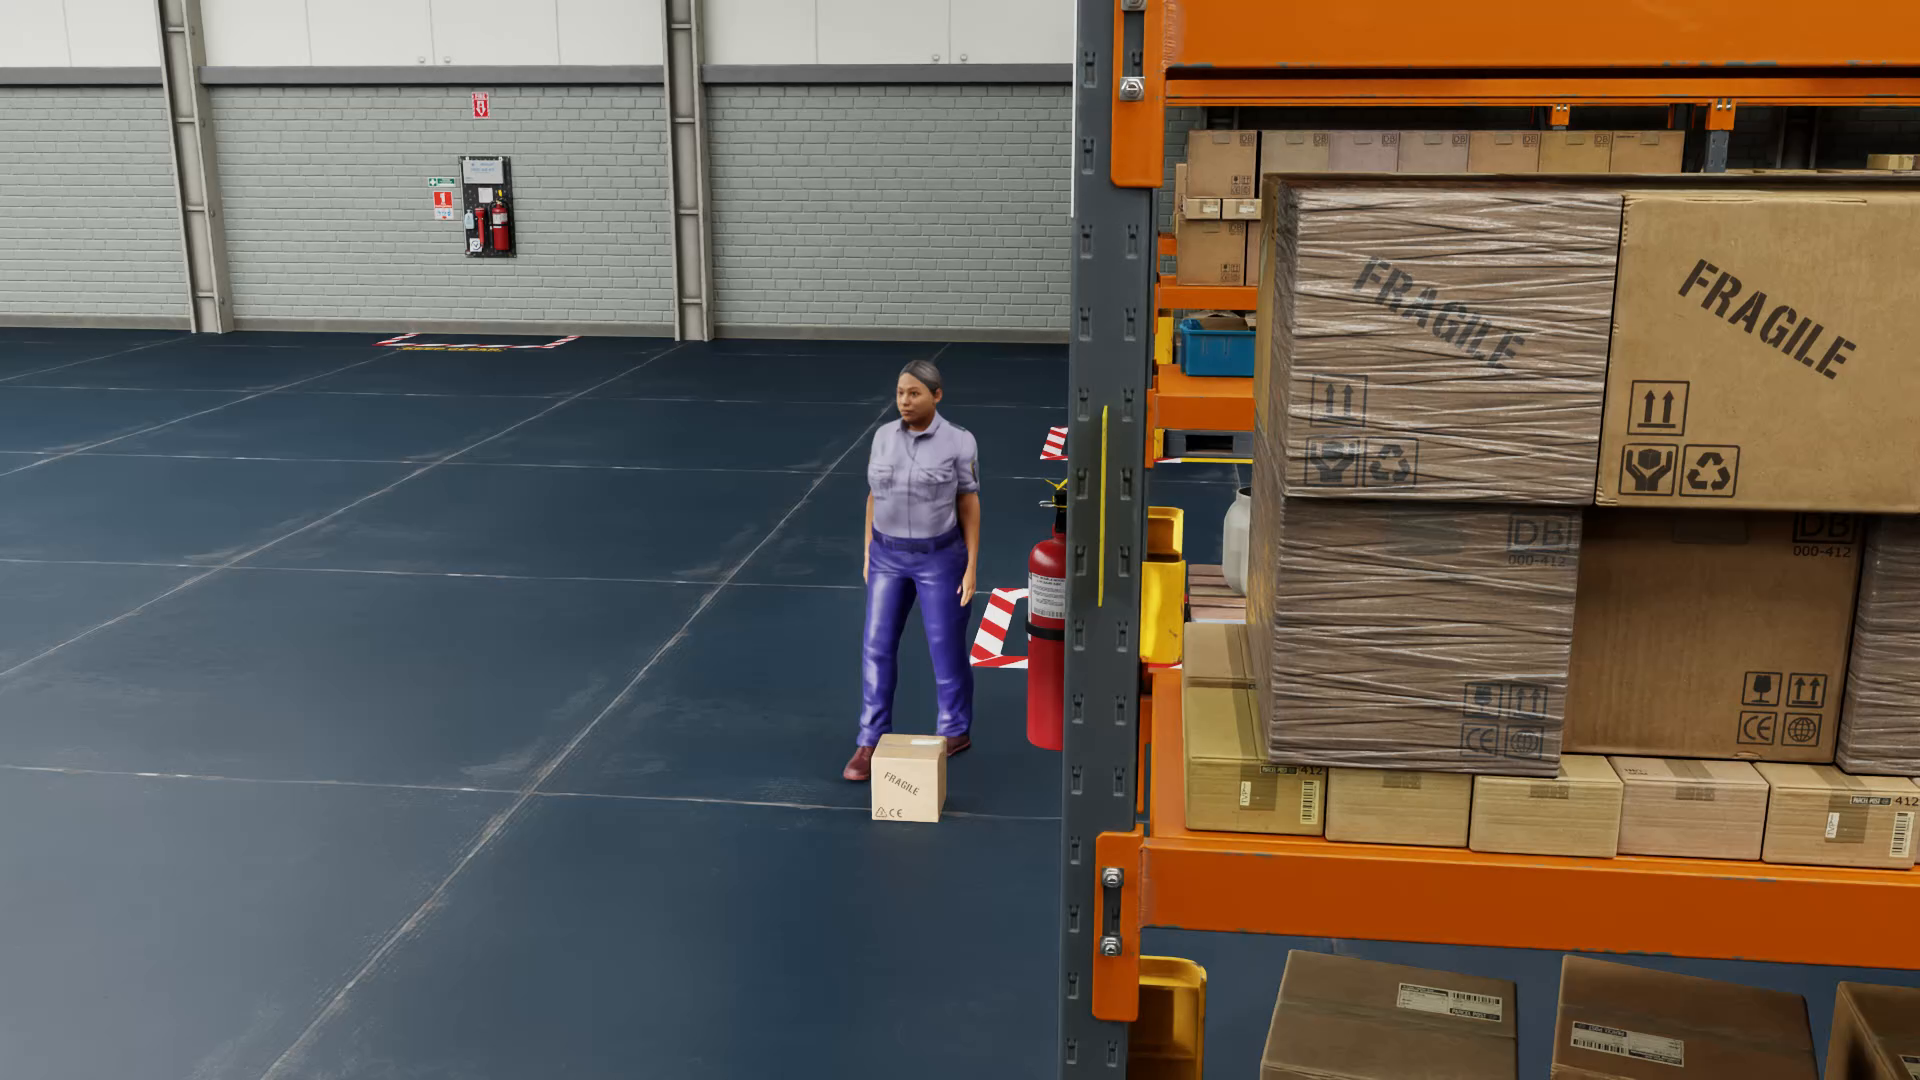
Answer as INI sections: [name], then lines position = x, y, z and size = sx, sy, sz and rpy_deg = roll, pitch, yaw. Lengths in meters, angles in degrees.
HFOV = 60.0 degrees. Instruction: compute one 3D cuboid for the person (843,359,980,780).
[person]
position = -0.190, 0.125, 6.565
size = 0.479, 1.629, 0.572
rpy_deg = 5, 15, 19
